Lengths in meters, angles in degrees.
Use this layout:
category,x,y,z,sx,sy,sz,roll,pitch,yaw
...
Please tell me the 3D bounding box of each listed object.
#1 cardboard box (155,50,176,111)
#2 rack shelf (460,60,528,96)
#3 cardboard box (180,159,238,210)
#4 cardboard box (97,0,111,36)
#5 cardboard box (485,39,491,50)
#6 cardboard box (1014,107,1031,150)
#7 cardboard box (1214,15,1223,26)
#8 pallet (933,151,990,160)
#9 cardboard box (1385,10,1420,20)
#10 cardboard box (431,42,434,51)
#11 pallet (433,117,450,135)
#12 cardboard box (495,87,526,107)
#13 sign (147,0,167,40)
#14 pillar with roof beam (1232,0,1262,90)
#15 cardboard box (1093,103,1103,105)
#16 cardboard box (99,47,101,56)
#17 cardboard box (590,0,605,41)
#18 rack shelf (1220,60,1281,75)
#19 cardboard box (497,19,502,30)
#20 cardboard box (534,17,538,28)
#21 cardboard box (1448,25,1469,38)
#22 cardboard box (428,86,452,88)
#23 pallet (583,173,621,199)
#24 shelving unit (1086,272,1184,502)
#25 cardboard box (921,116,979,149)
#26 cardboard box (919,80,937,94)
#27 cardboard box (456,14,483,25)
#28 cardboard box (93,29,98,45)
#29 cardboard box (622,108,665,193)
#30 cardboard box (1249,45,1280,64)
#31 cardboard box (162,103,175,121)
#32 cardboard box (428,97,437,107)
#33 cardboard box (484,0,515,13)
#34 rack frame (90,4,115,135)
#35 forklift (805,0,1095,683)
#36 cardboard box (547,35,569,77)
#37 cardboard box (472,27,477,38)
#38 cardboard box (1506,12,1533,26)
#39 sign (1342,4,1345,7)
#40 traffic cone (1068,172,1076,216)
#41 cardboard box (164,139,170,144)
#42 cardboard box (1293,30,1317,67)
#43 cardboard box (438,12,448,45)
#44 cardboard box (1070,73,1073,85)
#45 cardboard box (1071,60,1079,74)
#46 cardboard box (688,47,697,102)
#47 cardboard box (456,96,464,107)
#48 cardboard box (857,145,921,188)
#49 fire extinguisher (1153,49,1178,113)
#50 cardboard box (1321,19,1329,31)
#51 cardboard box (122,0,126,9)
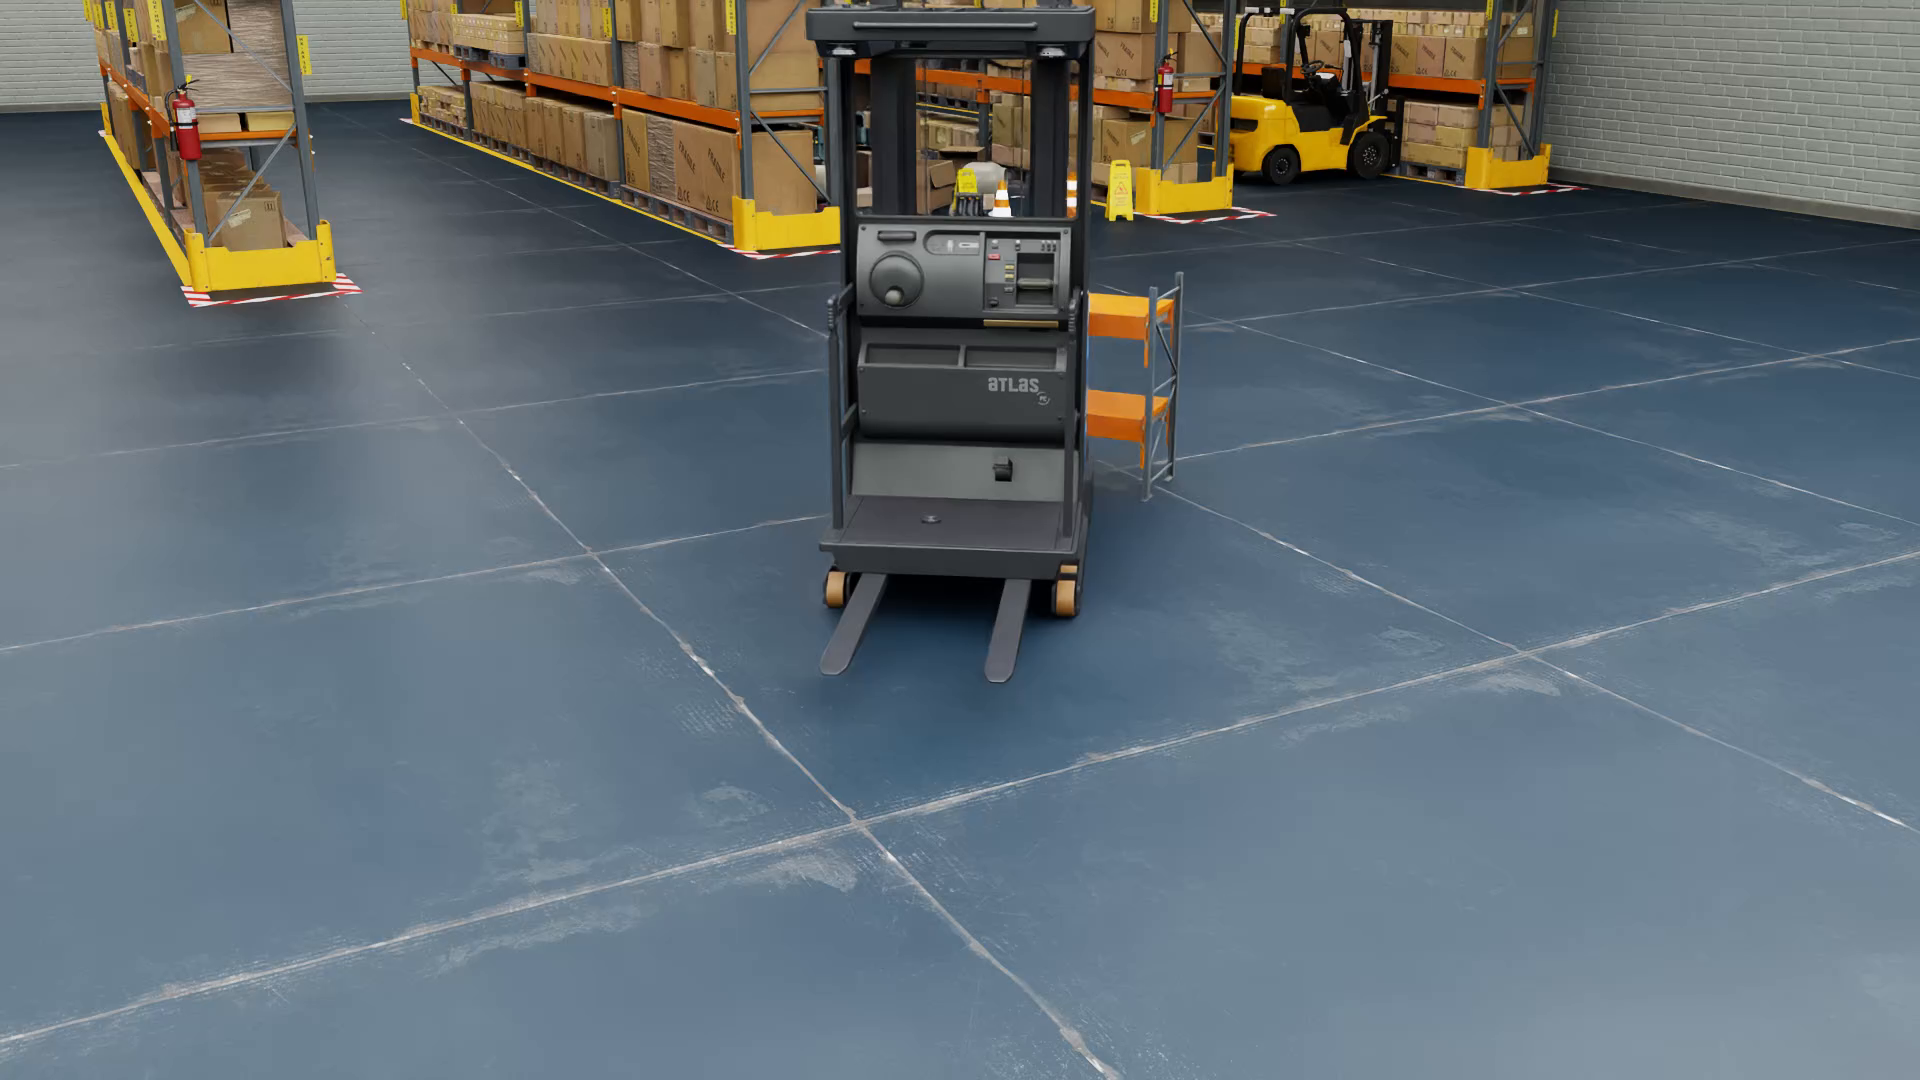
category,x,y,z,sx,sy,sz,roll,pitch,yaw
cardboard box,-6.688,-4.139,14.919,0.875,0.500,0.500,-10,21,-27
rack shelf,-6.443,-6.934,24.731,1.077,0.370,4.000,-10,21,-27
cardboard box,-7.852,-3.708,17.468,0.500,0.500,0.500,-11,22,-28
cardboard box,-12.260,-7.624,24.251,0.500,0.500,0.500,-9,21,-25
cardboard box,-6.615,-7.145,23.980,0.380,0.149,0.250,-11,22,-29
cardboard box,1.021,-5.238,21.134,0.500,0.500,0.500,-9,21,-24
cardboard box,4.091,-7.897,25.272,0.380,0.149,0.250,-10,21,-26
pallet,0.343,-5.253,23.030,1.003,0.211,1.213,-10,21,-27
cardboard box,5.891,-6.973,22.138,0.380,0.149,0.250,-10,21,-26
cardboard box,-8.746,-8.372,28.180,0.380,0.149,0.250,-10,22,-28
pallet,-8.326,-7.068,28.291,1.003,0.211,1.213,-10,21,-27
cardboard box,-6.526,-6.519,24.463,0.500,0.250,0.500,-9,21,-25
sign,-6.606,-4.281,13.679,0.100,0.325,0.005,-10,21,-27
pillar with roof beam,0.805,-10.200,23.896,9.100,9.000,0.400,-10,21,-27
cardboard box,1.654,-5.116,19.788,0.380,0.149,0.250,-10,21,-26
cardboard box,-13.338,-7.691,26.206,0.380,0.149,0.250,-10,22,-28
cardboard box,-4.081,-6.361,20.280,0.700,0.500,0.500,-10,22,-28
rack shelf,4.131,-7.352,25.941,1.077,0.370,4.000,-10,21,-27
cardboard box,-6.247,-7.203,23.237,0.380,0.149,0.250,-10,22,-27
cardboard box,-5.910,-7.448,23.946,0.380,0.149,0.250,-11,22,-29
cardboard box,6.422,-6.448,21.072,0.380,0.149,0.250,-10,21,-26
cardboard box,-9.106,-7.865,29.141,0.380,0.149,0.250,-10,21,-26
pallet,-4.027,-4.443,20.685,1.003,0.211,1.213,-10,21,-27
shelving unit,0.603,-0.877,8.949,1.048,1.125,0.538,8,21,23
cardboard box,-0.213,-5.859,23.898,0.950,0.372,0.625,-9,21,-25
cardboard box,-0.410,-9.390,33.930,0.797,0.503,0.637,-11,22,-29
cardboard box,-7.473,-7.946,25.390,0.380,0.149,0.250,-9,21,-25
cardboard box,-13.715,-8.147,26.918,0.500,0.250,0.500,-11,22,-28
cardboard box,-3.357,-4.555,19.346,0.875,0.875,0.875,-10,21,-26
cardboard box,4.611,-7.151,24.486,0.500,0.250,0.500,-9,21,-25
cardboard box,-7.229,-4.010,15.538,0.380,0.149,0.250,-10,21,-27
cardboard box,-8.969,-7.564,28.723,0.380,0.149,0.250,-9,21,-25
cardboard box,-7.393,-8.676,26.534,0.500,0.500,0.500,-9,21,-25
rack frame,-13.705,-8.257,27.463,1.000,3.000,0.127,-10,21,-27
forklift,-0.007,-1.168,7.023,1.130,2.935,3.031,2,19,6
cardboard box,-5.035,-6.286,21.597,0.500,0.500,0.500,-10,21,-27
cardboard box,-6.983,-7.509,24.578,0.380,0.149,0.250,-10,22,-28
cardboard box,7.009,-6.593,21.036,0.380,0.149,0.250,-10,22,-28
sign,5.569,-7.651,24.256,0.100,0.325,0.005,-10,21,-27
traffic cone,1.274,-3.924,18.793,0.336,0.463,0.334,-10,21,-27
cardboard box,-9.021,-4.479,19.671,0.700,0.500,0.500,-8,21,-22
cardboard box,5.062,-6.997,23.657,0.500,0.500,0.500,-11,22,-28
cardboard box,-8.117,-8.281,26.921,0.500,0.500,0.500,-11,22,-28
cardboard box,1.539,-5.597,20.137,0.380,0.149,0.250,-10,21,-27
cardboard box,1.645,-5.789,19.700,0.500,0.500,0.500,-10,21,-27
cardboard box,-2.346,-4.909,17.528,0.875,0.550,0.550,-10,21,-27
cardboard box,-7.947,-7.109,26.951,0.380,0.149,0.250,-10,21,-26
cardboard box,-0.900,-4.463,20.085,0.797,0.637,0.503,-10,21,-27
fire extinguisher,2.263,-5.058,18.311,0.296,0.674,0.183,-10,21,-27
cardboard box,5.273,-7.195,23.235,0.380,0.149,0.250,-10,21,-27
cardboard box,-10.546,-6.882,21.786,0.797,0.503,0.637,-9,21,-25
